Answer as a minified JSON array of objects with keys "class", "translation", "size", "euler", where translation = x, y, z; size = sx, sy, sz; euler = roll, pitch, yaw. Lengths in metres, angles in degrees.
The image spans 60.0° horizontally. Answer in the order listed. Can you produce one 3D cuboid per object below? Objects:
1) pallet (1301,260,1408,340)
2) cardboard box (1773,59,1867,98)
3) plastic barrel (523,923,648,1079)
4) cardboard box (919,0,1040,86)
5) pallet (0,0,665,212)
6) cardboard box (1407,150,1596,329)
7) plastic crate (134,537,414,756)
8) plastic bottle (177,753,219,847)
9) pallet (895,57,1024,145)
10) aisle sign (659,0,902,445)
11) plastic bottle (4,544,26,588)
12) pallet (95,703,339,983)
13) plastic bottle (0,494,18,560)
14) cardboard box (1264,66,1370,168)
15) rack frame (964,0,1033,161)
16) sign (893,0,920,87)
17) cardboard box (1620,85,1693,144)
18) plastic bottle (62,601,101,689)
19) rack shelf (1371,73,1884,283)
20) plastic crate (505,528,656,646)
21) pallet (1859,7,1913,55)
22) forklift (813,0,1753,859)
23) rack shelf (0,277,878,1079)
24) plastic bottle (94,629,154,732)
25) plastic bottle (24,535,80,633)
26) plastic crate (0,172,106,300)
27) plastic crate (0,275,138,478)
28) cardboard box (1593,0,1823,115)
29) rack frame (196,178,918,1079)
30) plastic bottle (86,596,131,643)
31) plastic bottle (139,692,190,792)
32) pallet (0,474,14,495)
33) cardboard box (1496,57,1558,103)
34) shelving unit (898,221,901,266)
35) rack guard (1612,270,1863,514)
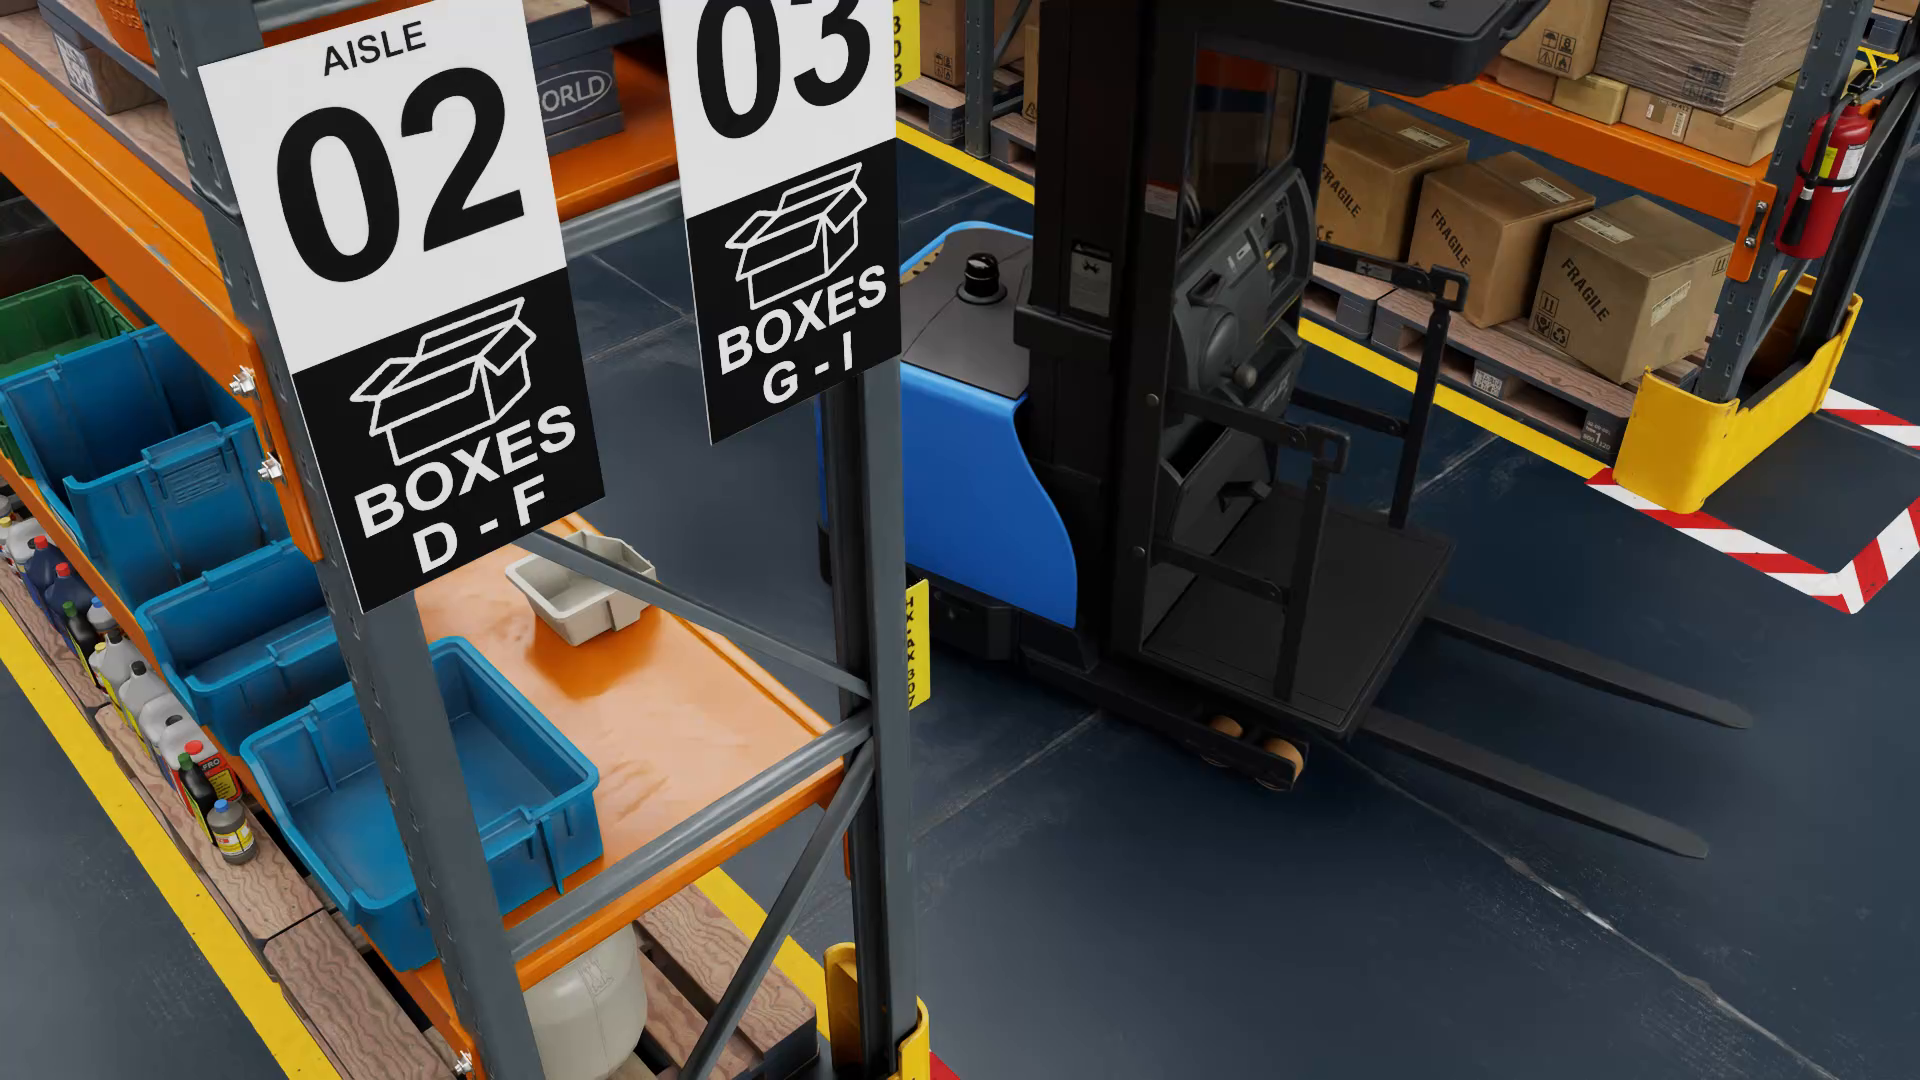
[{"class":"pallet","translation":[1.743,-1.447,7.874],"size":[1.003,0.211,1.213],"euler":[-30,48,-32]},{"class":"cardboard box","translation":[3.122,-1.677,6.139],"size":[0.380,0.149,0.250],"euler":[-30,48,-32]},{"class":"plastic barrel","translation":[-1.011,1.096,4.152],"size":[0.421,0.512,0.421],"euler":[0,39,0]},{"class":"cardboard box","translation":[0.034,-2.885,9.074],"size":[0.500,0.500,0.700],"euler":[30,48,32]},{"class":"pallet","translation":[-0.997,-0.954,2.807],"size":[1.003,0.211,1.213],"euler":[-30,48,-32]},{"class":"cardboard box","translation":[2.299,-1.290,7.116],"size":[0.500,0.500,0.500],"euler":[-18,42,-21]},{"class":"plastic crate","translation":[-1.503,0.214,3.716],"size":[0.499,0.251,0.408],"euler":[-30,48,-32]},{"class":"plastic bottle","translation":[-2.167,0.739,4.759],"size":[0.061,0.283,0.133],"euler":[-29,47,-31]},{"class":"pallet","translation":[-0.094,-2.667,9.385],"size":[1.003,0.211,1.213],"euler":[-30,48,-32]},{"class":"aisle sign","translation":[-0.245,-0.539,2.461],"size":[0.394,0.787,0.004],"euler":[-30,48,-32]},{"class":"plastic bottle","translation":[-3.184,0.058,5.668],"size":[0.097,0.201,0.097],"euler":[0,39,0]},{"class":"pallet","translation":[-1.962,0.690,5.227],"size":[1.003,0.211,1.213],"euler":[-30,48,-32]},{"class":"plastic bottle","translation":[-3.322,-0.064,5.763],"size":[0.097,0.271,0.097],"euler":[0,39,0]},{"class":"cardboard box","translation":[1.545,-1.866,7.828],"size":[0.500,0.500,0.500],"euler":[30,48,32]},{"class":"rack frame","translation":[0.434,-3.393,8.063],"size":[1.000,3.000,0.127],"euler":[-30,48,-32]},{"class":"sign","translation":[-0.101,-0.839,2.507],"size":[0.100,0.325,0.005],"euler":[-30,48,-32]},{"class":"cardboard box","translation":[2.626,-1.604,6.048],"size":[0.380,0.149,0.250],"euler":[-30,48,-32]},{"class":"plastic bottle","translation":[-2.766,0.329,5.267],"size":[0.061,0.283,0.133],"euler":[-28,47,-30]},{"class":"rack shelf","translation":[1.786,-2.187,7.143],"size":[1.077,0.370,4.000],"euler":[-30,48,-32]},{"class":"plastic crate","translation":[-0.878,0.115,3.930],"size":[0.298,0.136,0.250],"euler":[-30,48,-32]},{"class":"pallet","translation":[5.441,-3.419,10.315],"size":[1.003,0.211,1.213],"euler":[-30,48,-32]},{"class":"forklift","translation":[1.021,-0.732,4.824],"size":[3.031,2.935,1.130],"euler":[21,44,24]},{"class":"rack shelf","translation":[-1.862,-0.082,4.537],"size":[1.077,0.370,4.000],"euler":[-30,48,-32]},{"class":"plastic bottle","translation":[-2.559,0.406,5.119],"size":[0.144,0.351,0.185],"euler":[-30,48,-32]},{"class":"plastic bottle","translation":[-2.974,0.122,5.470],"size":[0.144,0.351,0.185],"euler":[-29,47,-31]},{"class":"plastic crate","translation":[-2.954,-0.967,5.110],"size":[0.767,0.338,0.504],"euler":[-30,48,-32]},{"class":"plastic crate","translation":[-2.504,-0.457,4.597],"size":[0.450,0.188,0.662],"euler":[-30,48,-32]},{"class":"cardboard box","translation":[2.787,-1.962,5.976],"size":[0.875,0.500,0.500],"euler":[-30,48,-32]},{"class":"rack frame","translation":[-0.509,0.563,3.165],"size":[1.000,3.000,0.127],"euler":[-30,48,-32]},{"class":"plastic bottle","translation":[-2.720,0.292,5.322],"size":[0.097,0.271,0.097],"euler":[0,39,0]},{"class":"plastic bottle","translation":[-2.318,0.596,4.943],"size":[0.152,0.276,0.135],"euler":[-31,48,-33]},{"class":"pallet","translation":[-3.774,-0.550,6.763],"size":[1.003,0.211,1.213],"euler":[-30,48,-32]},{"class":"cardboard box","translation":[2.261,-1.820,6.316],"size":[0.380,0.149,0.250],"euler":[-30,48,-32]},{"class":"shelving unit","translation":[-0.348,-0.593,6.029],"size":[0.189,1.200,0.258],"euler":[21,44,24]},{"class":"rack guard","translation":[3.088,-0.604,6.600],"size":[1.175,0.500,0.348],"euler":[-30,48,-32]}]
